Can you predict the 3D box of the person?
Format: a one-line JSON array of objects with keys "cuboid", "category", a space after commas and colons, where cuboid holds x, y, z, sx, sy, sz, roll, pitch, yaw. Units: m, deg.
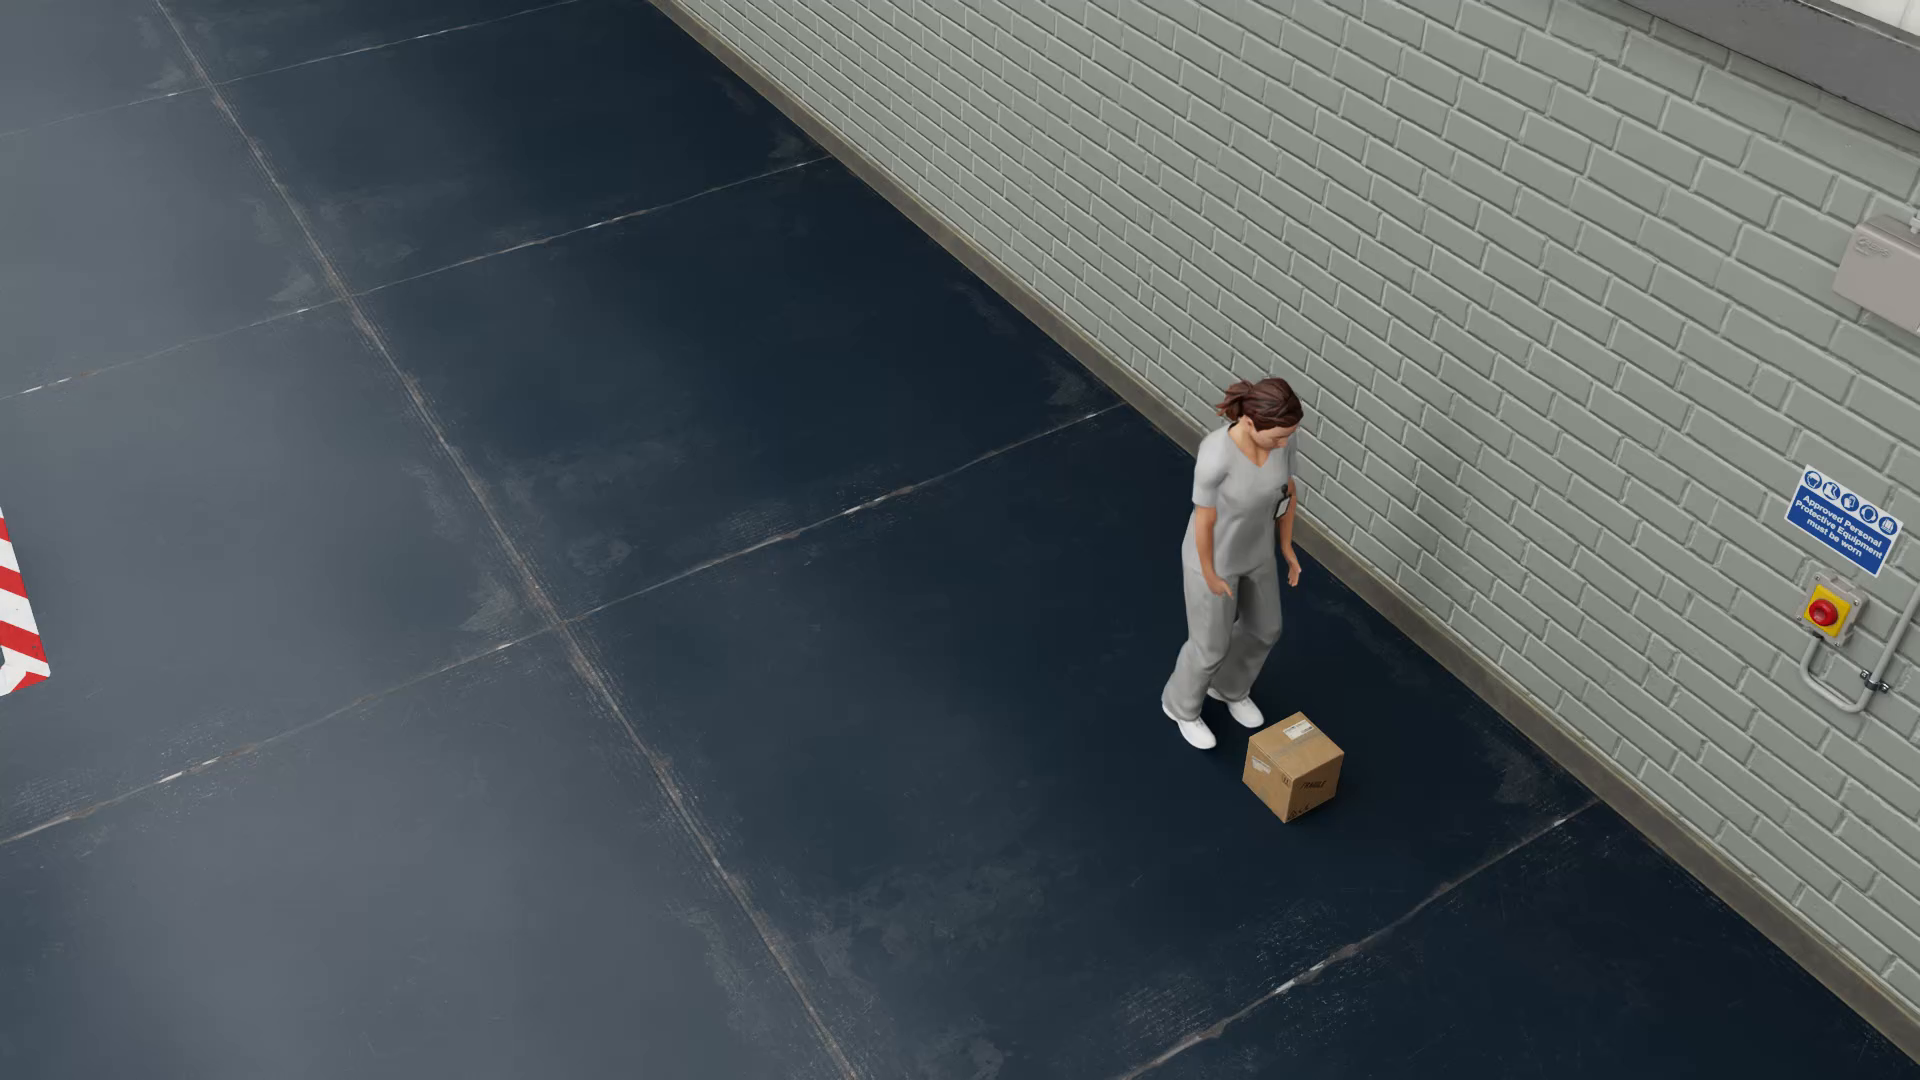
[{"cuboid": [1.020, 0.065, 6.108, 0.453, 1.652, 0.351, -22, 45, -23], "category": "person"}]
